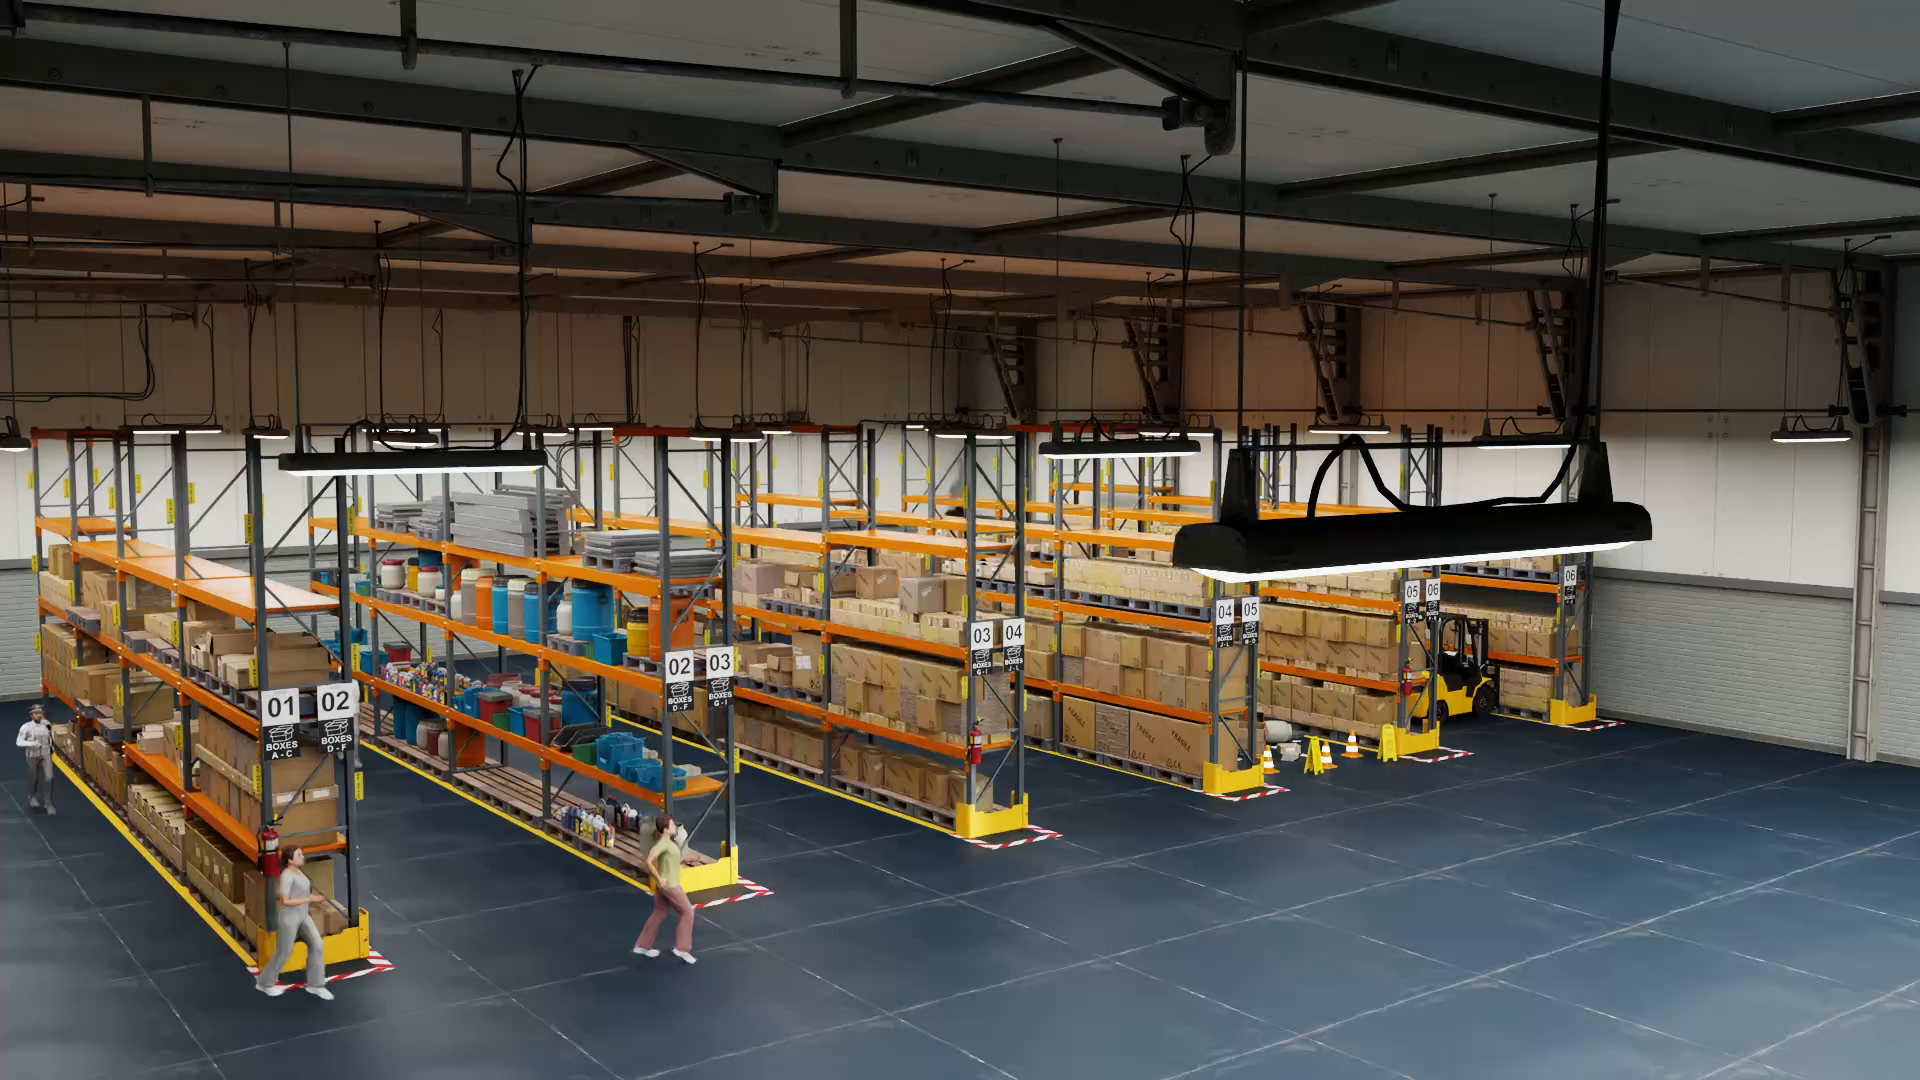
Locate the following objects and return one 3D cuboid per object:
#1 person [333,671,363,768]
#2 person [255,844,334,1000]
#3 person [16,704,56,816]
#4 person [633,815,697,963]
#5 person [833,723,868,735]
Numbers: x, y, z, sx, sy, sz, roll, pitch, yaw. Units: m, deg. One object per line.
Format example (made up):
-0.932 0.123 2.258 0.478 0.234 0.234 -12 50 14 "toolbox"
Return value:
-10.935 3.126 29.583 0.670 1.809 0.869 -4 6 -41 "person"
-7.148 4.095 17.747 0.801 1.717 0.560 0 4 4 "person"
-14.500 3.431 26.136 0.598 1.738 0.779 -4 6 -41 "person"
-3.370 4.001 19.017 0.744 1.727 0.541 -1 5 -18 "person"
-2.167 2.928 32.536 0.779 1.743 0.598 4 6 39 "person"
